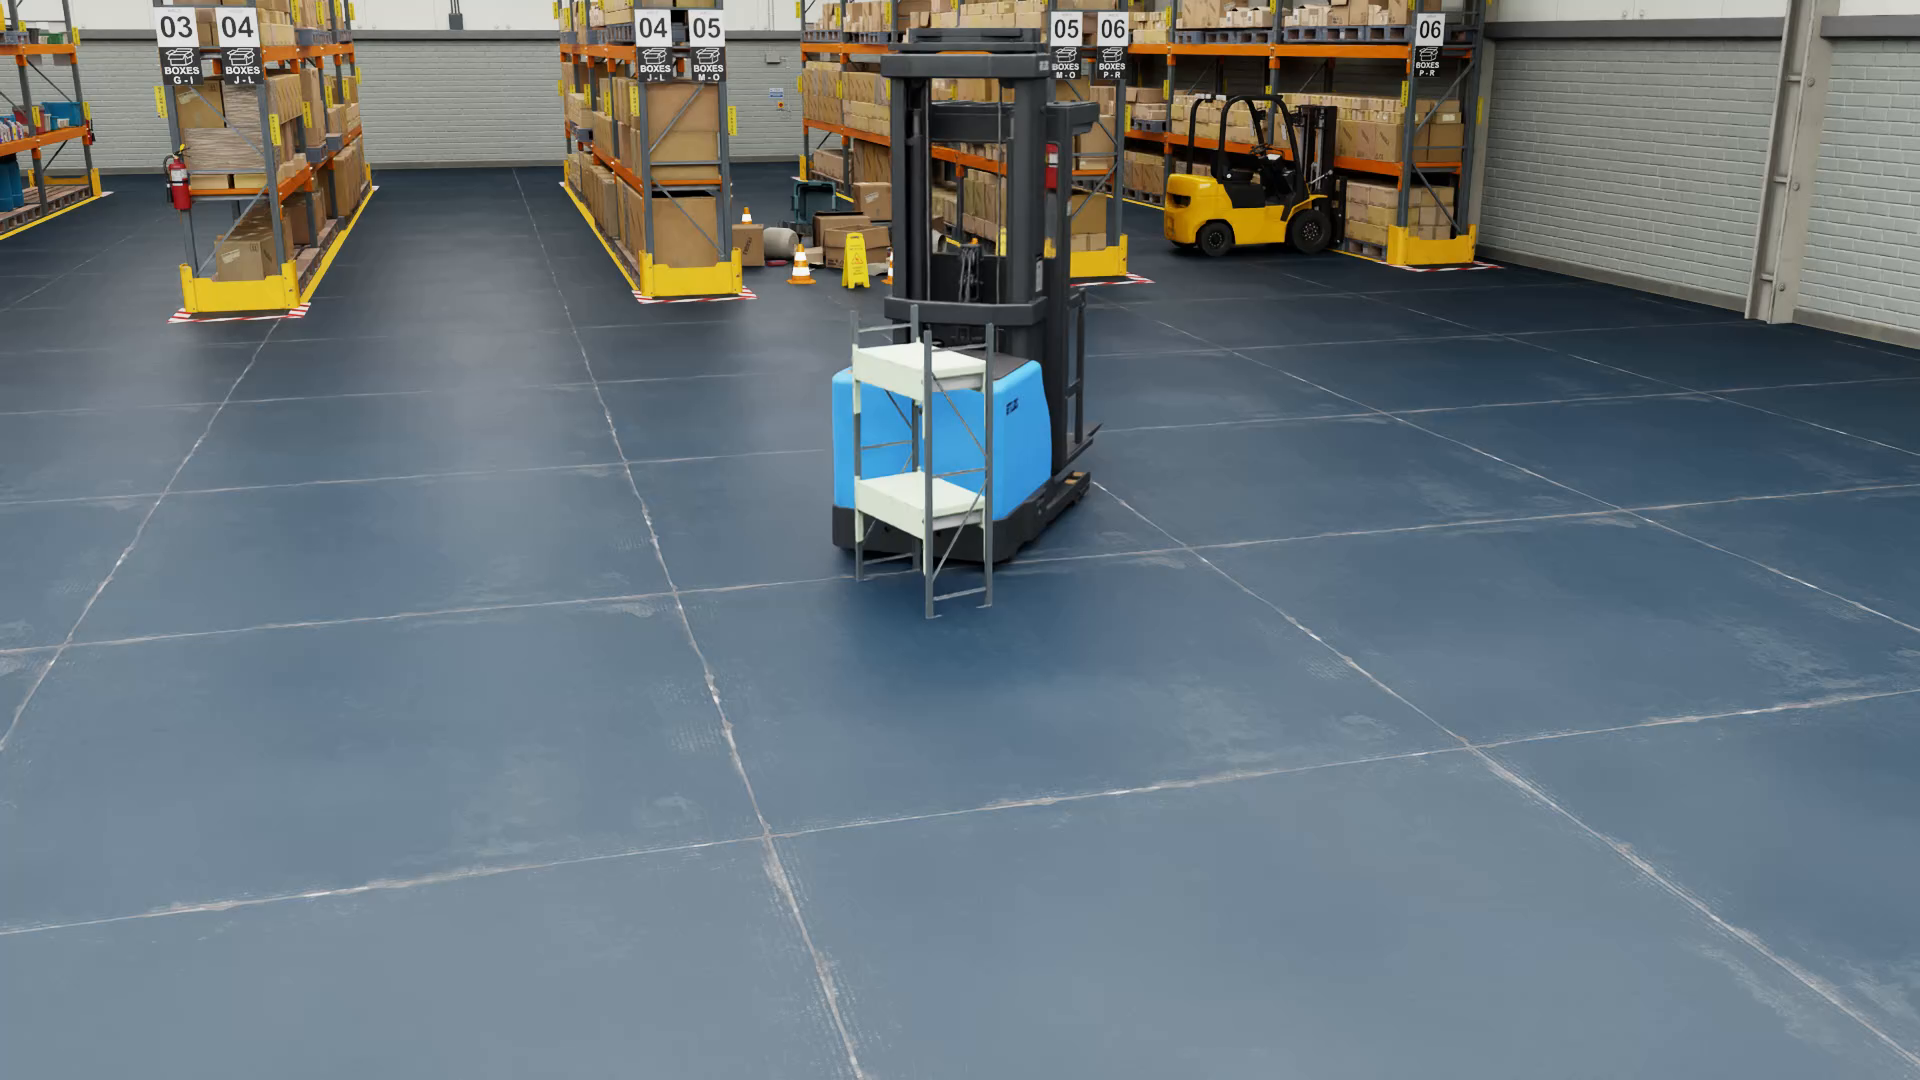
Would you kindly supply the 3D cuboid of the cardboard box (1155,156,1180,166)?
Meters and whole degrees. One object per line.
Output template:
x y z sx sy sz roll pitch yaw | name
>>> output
3.745 -6.826 29.950 0.380 0.149 0.250 -6 18 -18 | cardboard box

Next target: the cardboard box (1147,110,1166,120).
3.575 -7.627 29.835 0.380 0.149 0.250 -4 17 -14 | cardboard box

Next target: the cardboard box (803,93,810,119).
-2.990 -9.107 34.881 0.500 0.500 0.500 -5 17 -16 | cardboard box

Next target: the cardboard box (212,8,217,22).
-7.831 -5.655 17.918 0.380 0.149 0.250 -5 17 -16 | cardboard box

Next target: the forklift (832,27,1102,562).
0.217 -1.662 10.391 1.130 2.935 3.031 6 18 18 | forklift

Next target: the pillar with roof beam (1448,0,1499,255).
2.859 -7.979 20.871 9.100 9.000 0.400 -5 17 -15 | pillar with roof beam

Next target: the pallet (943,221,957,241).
0.236 -4.775 25.480 1.003 0.211 1.213 -5 17 -15 | pallet

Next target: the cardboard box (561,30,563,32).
-7.560 -9.869 32.640 0.500 0.250 0.500 -4 17 -13 | cardboard box

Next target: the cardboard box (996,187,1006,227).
0.801 -4.517 22.522 0.500 0.500 0.500 -5 17 -17 | cardboard box

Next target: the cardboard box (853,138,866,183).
-1.500 -7.126 31.424 0.875 0.875 0.875 -4 17 -14 | cardboard box

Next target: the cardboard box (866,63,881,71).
-1.584 -9.053 31.837 0.380 0.149 0.250 -5 17 -16 | cardboard box

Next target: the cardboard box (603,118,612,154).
-4.819 -5.786 23.827 0.500 0.500 0.500 -5 17 -16 | cardboard box

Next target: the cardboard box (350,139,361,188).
-11.627 -6.946 30.824 0.875 0.875 0.875 -5 17 -15 | cardboard box

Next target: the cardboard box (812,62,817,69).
-2.823 -9.712 34.031 0.380 0.149 0.250 -5 18 -17 | cardboard box

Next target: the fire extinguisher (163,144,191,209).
-8.389 -3.900 17.855 0.296 0.674 0.183 -5 17 -15 | fire extinguisher

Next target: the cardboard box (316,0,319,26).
-10.758 -8.468 26.806 0.797 0.503 0.637 -5 17 -16 | cardboard box

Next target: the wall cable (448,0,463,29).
-10.614 -14.681 37.592 2.277 5.999 0.120 -5 17 -15 | wall cable

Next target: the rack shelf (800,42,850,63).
-2.296 -9.753 33.243 1.077 0.370 4.000 -5 17 -15 | rack shelf

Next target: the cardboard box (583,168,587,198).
-6.383 -6.321 29.395 0.500 0.500 0.500 -4 17 -13 | cardboard box

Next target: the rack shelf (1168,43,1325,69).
4.674 -7.934 27.186 1.077 0.370 4.000 -5 17 -15 | rack shelf

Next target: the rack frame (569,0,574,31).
-6.479 -10.562 29.470 1.000 3.000 0.127 -5 17 -15 | rack frame

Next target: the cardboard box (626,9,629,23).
-3.666 -6.069 19.262 0.380 0.149 0.250 -5 17 -15 | cardboard box

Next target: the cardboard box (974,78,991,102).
0.595 -6.141 22.753 0.700 0.500 0.500 -5 17 -16 | cardboard box

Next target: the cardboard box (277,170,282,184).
-7.931 -4.123 18.901 0.380 0.149 0.250 -5 17 -15 | cardboard box

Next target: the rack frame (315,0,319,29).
-10.176 -9.091 24.574 1.000 3.000 0.127 -5 17 -15 | rack frame

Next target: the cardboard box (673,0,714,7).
-3.067 -6.279 19.267 0.500 0.250 0.500 -5 17 -15 | cardboard box

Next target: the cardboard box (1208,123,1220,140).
4.434 -6.756 27.489 0.500 0.250 0.500 -4 17 -13 | cardboard box

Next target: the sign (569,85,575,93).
-6.998 -8.058 30.059 0.100 0.325 0.005 -5 17 -15 | sign

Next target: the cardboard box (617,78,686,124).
-3.932 -5.657 21.431 0.875 0.550 0.550 -5 17 -15 | cardboard box

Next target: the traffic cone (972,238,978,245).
0.192 -3.590 21.100 0.336 0.463 0.334 -5 17 -15 | traffic cone

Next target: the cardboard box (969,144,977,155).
0.349 -5.596 23.805 0.380 0.149 0.250 -4 17 -14 | cardboard box

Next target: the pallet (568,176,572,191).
-7.368 -7.211 33.590 1.003 0.211 1.213 -5 17 -15 | pallet

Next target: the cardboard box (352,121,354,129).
-11.326 -7.601 30.478 0.380 0.149 0.250 -5 17 -16 | cardboard box

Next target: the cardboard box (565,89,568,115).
-7.548 -8.693 32.987 0.500 0.500 0.500 -5 17 -15 | cardboard box

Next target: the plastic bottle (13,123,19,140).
-15.518 -6.689 27.221 0.152 0.276 0.135 -5 17 -15 | plastic bottle

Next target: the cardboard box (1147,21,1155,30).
3.585 -9.243 29.861 0.380 0.149 0.250 -5 17 -15 | cardboard box

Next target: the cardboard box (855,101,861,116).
-1.614 -7.848 30.255 0.500 0.250 0.500 -4 17 -15 | cardboard box

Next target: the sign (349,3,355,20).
-11.849 -10.292 32.387 0.100 0.325 0.005 -5 17 -15 | sign

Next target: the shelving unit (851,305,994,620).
-0.202 -0.426 8.763 0.431 1.500 0.755 -10 20 -31 | shelving unit

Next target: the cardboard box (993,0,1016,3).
0.530 -8.030 24.920 0.500 0.250 0.500 -5 17 -16 | cardboard box

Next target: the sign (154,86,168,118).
-8.517 -4.672 17.731 0.100 0.325 0.005 -5 17 -15 | sign

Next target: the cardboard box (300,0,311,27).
-9.532 -7.550 23.617 0.500 0.500 0.500 -4 17 -14 | cardboard box

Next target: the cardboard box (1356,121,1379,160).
5.801 -5.489 22.839 0.500 0.500 0.500 -4 17 -14 | cardboard box

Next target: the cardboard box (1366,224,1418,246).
5.890 -4.171 22.673 0.500 0.250 0.500 -5 17 -15 | cardboard box

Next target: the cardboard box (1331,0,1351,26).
5.657 -7.476 23.329 0.797 0.503 0.637 -4 17 -13 | cardboard box

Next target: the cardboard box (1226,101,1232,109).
4.536 -7.075 26.989 0.380 0.149 0.250 -5 17 -15 | cardboard box

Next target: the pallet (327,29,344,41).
-11.490 -8.945 29.458 1.003 0.211 1.213 -5 17 -15 | pallet

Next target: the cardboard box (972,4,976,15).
0.388 -7.337 22.999 0.380 0.149 0.250 -5 18 -17 | cardboard box

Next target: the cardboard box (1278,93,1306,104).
5.026 -6.678 25.150 0.380 0.149 0.250 -4 17 -14 | cardboard box

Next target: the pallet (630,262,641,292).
-3.476 -3.249 20.400 1.003 0.211 1.213 -5 17 -15 | pallet

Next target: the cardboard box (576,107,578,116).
-6.171 -7.121 27.635 0.380 0.149 0.250 -5 17 -15 | cardboard box

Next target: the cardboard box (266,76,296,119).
-8.413 -5.401 20.290 0.500 0.500 0.500 -5 17 -15 | cardboard box
